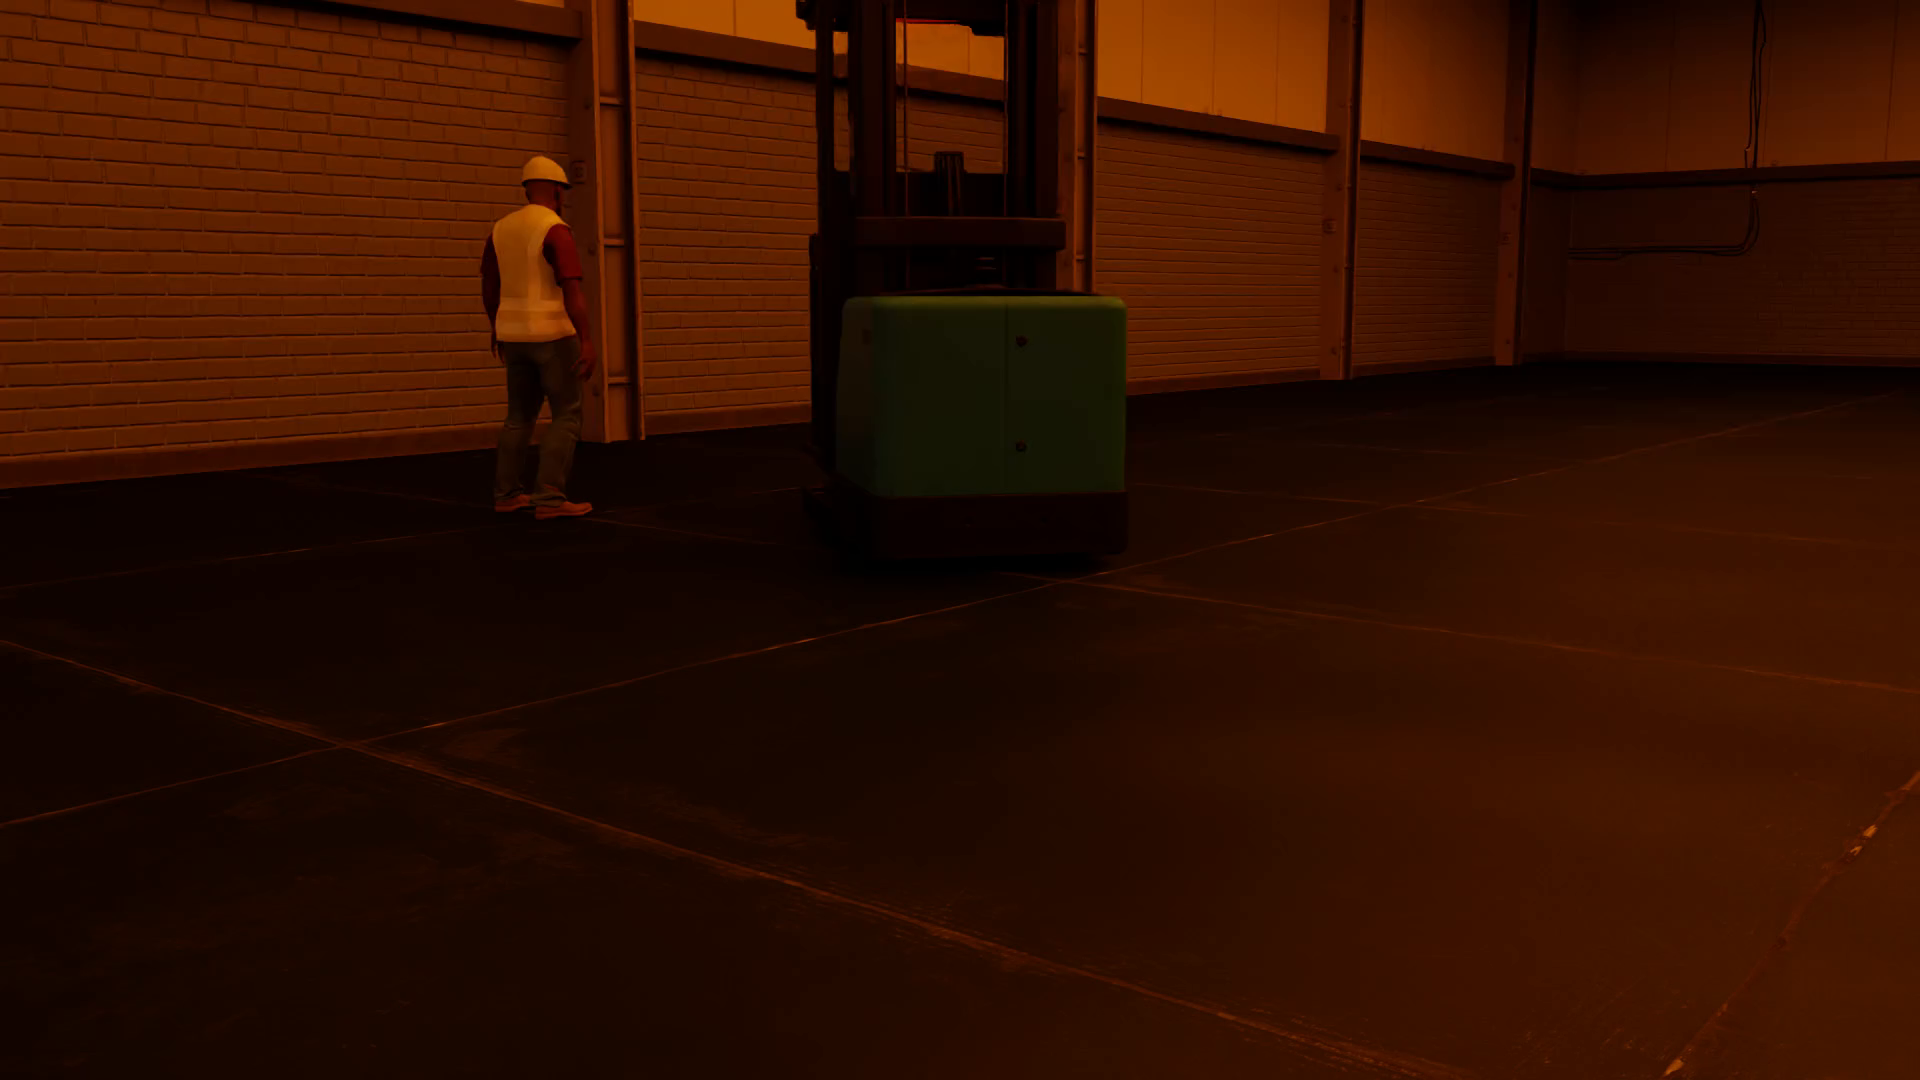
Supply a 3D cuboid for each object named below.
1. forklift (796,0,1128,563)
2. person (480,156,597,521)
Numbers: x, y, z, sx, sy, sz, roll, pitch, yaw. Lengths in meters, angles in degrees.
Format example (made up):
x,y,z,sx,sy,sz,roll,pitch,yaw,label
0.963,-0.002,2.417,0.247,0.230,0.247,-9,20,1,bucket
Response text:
x,y,z,sx,sy,sz,roll,pitch,yaw,label
-0.156,-1.532,7.751,1.130,2.935,3.031,-2,9,-13,forklift
-2.036,-0.987,8.136,0.807,1.745,0.412,6,10,34,person
